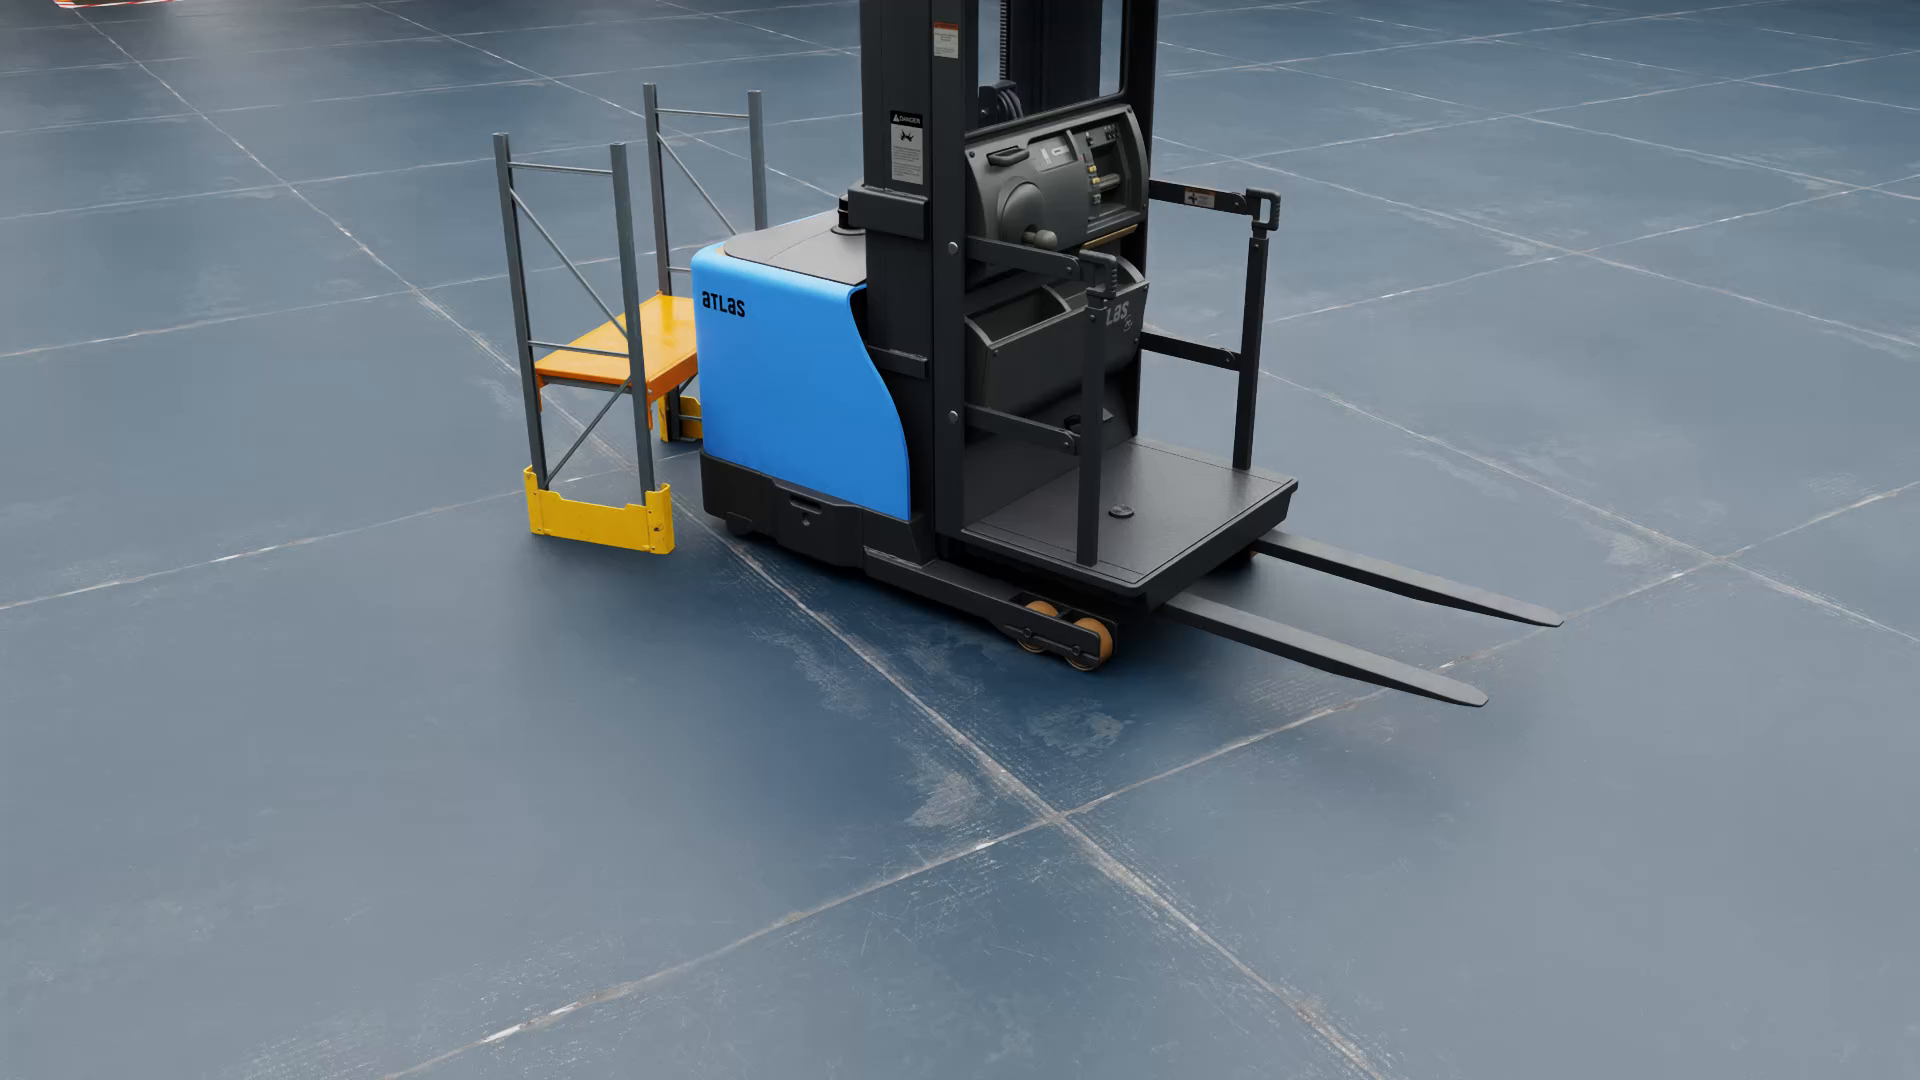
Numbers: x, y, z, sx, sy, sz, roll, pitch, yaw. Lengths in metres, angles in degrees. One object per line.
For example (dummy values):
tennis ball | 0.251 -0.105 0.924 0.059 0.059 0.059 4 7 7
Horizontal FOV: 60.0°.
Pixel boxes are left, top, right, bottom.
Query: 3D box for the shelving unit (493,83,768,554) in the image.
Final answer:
shelving unit | -1.176 -0.881 6.360 0.587 1.500 1.083 9 27 18

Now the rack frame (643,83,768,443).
rack frame | -1.005 -1.081 6.784 0.500 1.500 0.032 9 27 18

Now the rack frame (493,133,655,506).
rack frame | -1.353 -0.674 5.920 0.500 1.500 0.032 9 27 18

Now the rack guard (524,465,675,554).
rack guard | -1.346 -0.116 6.203 0.587 0.250 0.087 9 27 18

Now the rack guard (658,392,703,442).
rack guard | -1.005 -0.516 7.050 0.587 0.250 0.087 9 27 18

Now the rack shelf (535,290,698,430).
rack shelf | -1.179 -0.715 6.429 0.538 0.185 1.000 9 27 18

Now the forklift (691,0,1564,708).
forklift | 0.494 -1.161 5.276 3.031 2.935 1.130 18 31 34
